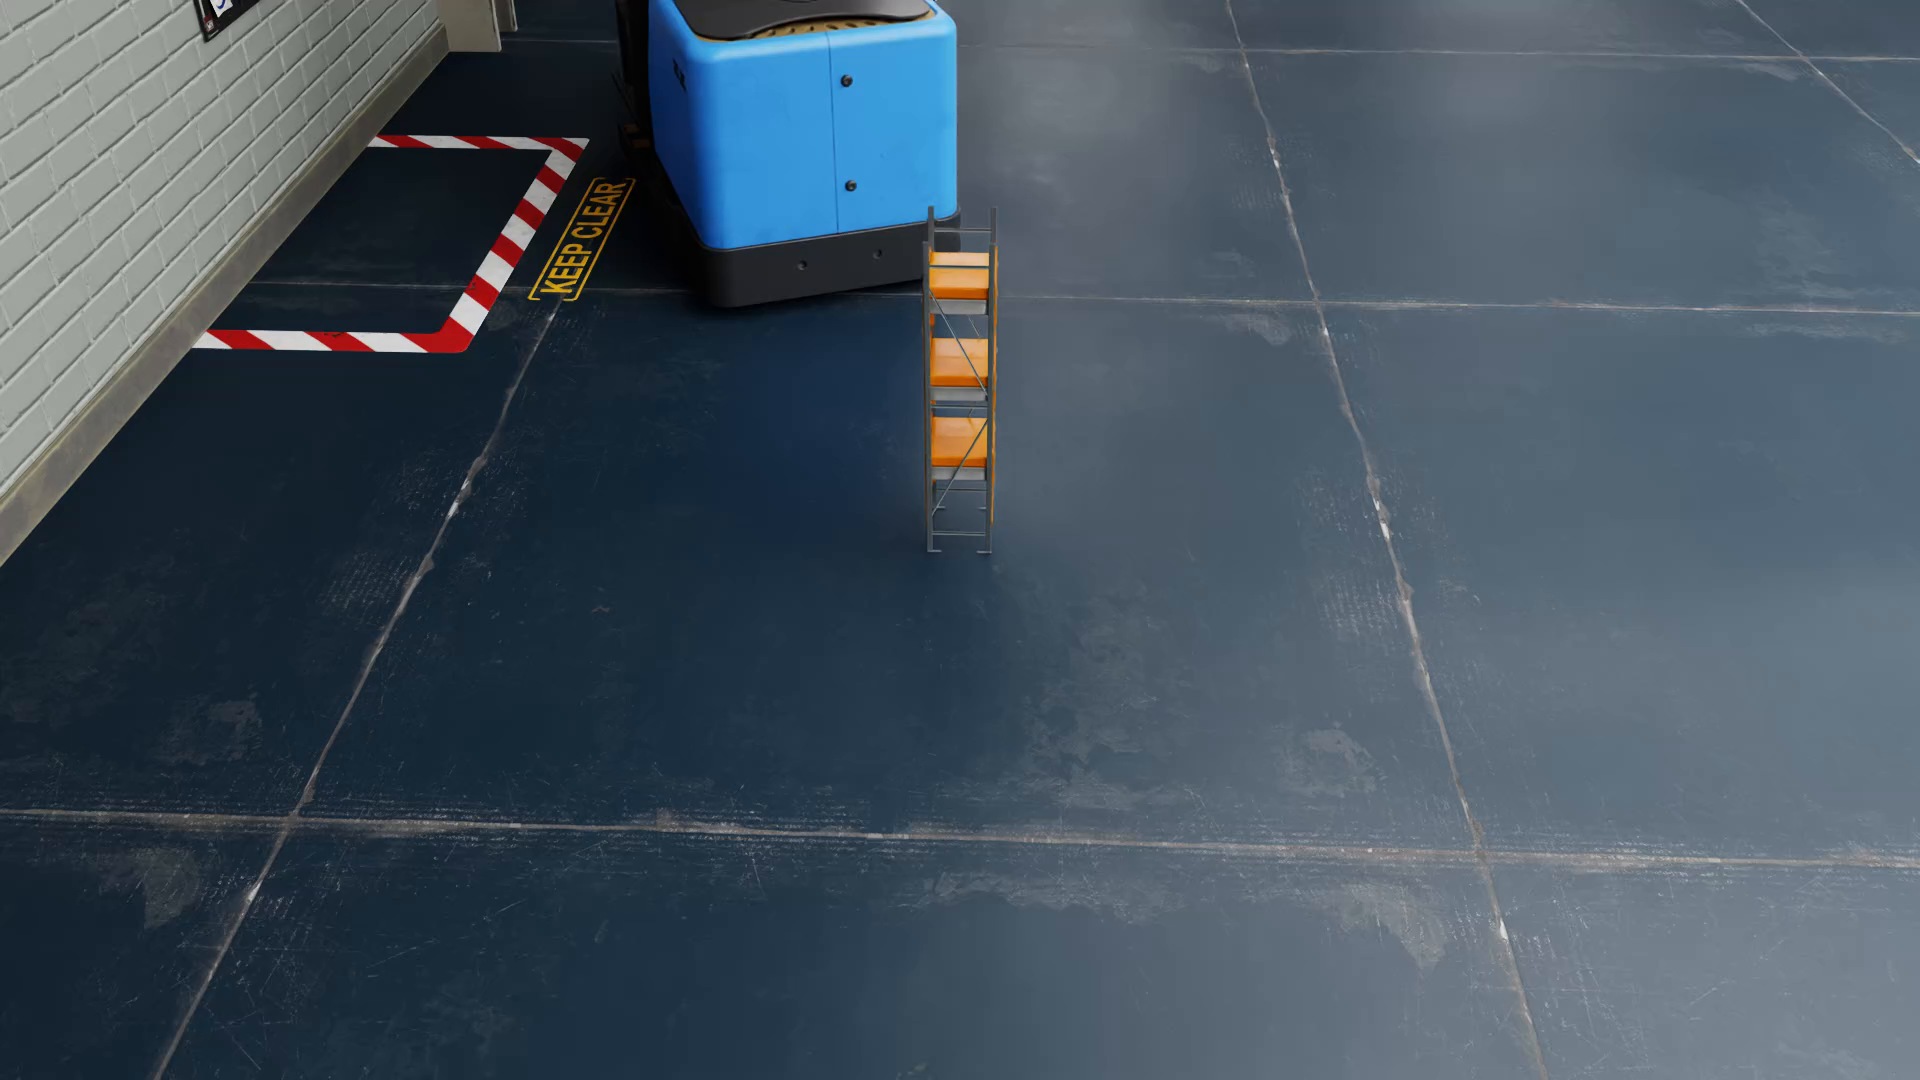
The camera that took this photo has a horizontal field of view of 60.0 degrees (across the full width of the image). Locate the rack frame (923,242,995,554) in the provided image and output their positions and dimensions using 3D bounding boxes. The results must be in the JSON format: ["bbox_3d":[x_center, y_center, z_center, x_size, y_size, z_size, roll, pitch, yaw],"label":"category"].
[{"bbox_3d":[-0.003,-0.390,4.892,0.200,1.050,0.008,1,35,2],"label":"rack frame"}]

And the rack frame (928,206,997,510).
[{"bbox_3d":[0.007,-0.530,5.092,0.200,1.050,0.008,1,35,2],"label":"rack frame"}]

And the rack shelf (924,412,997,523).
[{"bbox_3d":[0.002,-0.224,5.158,0.215,0.259,0.240,1,35,2],"label":"rack shelf"}]

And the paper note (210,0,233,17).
[{"bbox_3d":[-2.859,-2.111,6.412,0.016,0.148,0.142,1,35,2],"label":"paper note"}]

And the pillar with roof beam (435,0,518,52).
[{"bbox_3d":[1.656,-6.346,6.453,9.100,9.000,0.400,1,35,2],"label":"pillar with roof beam"}]

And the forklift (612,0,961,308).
[{"bbox_3d":[-0.957,-2.938,6.882,1.130,2.935,3.031,-11,37,-15],"label":"forklift"}]

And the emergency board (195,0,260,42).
[{"bbox_3d":[-2.801,-2.567,6.294,0.157,1.169,0.626,1,35,2],"label":"emergency board"}]

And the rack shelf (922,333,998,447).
[{"bbox_3d":[0.002,-0.452,4.998,0.215,0.259,0.240,1,35,2],"label":"rack shelf"}]

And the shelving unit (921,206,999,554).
[{"bbox_3d":[0.002,-0.460,4.992,0.215,1.050,0.252,1,35,2],"label":"shelving unit"}]

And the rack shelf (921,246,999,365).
[{"bbox_3d":[0.002,-0.684,4.835,0.215,0.259,0.240,1,35,2],"label":"rack shelf"}]
